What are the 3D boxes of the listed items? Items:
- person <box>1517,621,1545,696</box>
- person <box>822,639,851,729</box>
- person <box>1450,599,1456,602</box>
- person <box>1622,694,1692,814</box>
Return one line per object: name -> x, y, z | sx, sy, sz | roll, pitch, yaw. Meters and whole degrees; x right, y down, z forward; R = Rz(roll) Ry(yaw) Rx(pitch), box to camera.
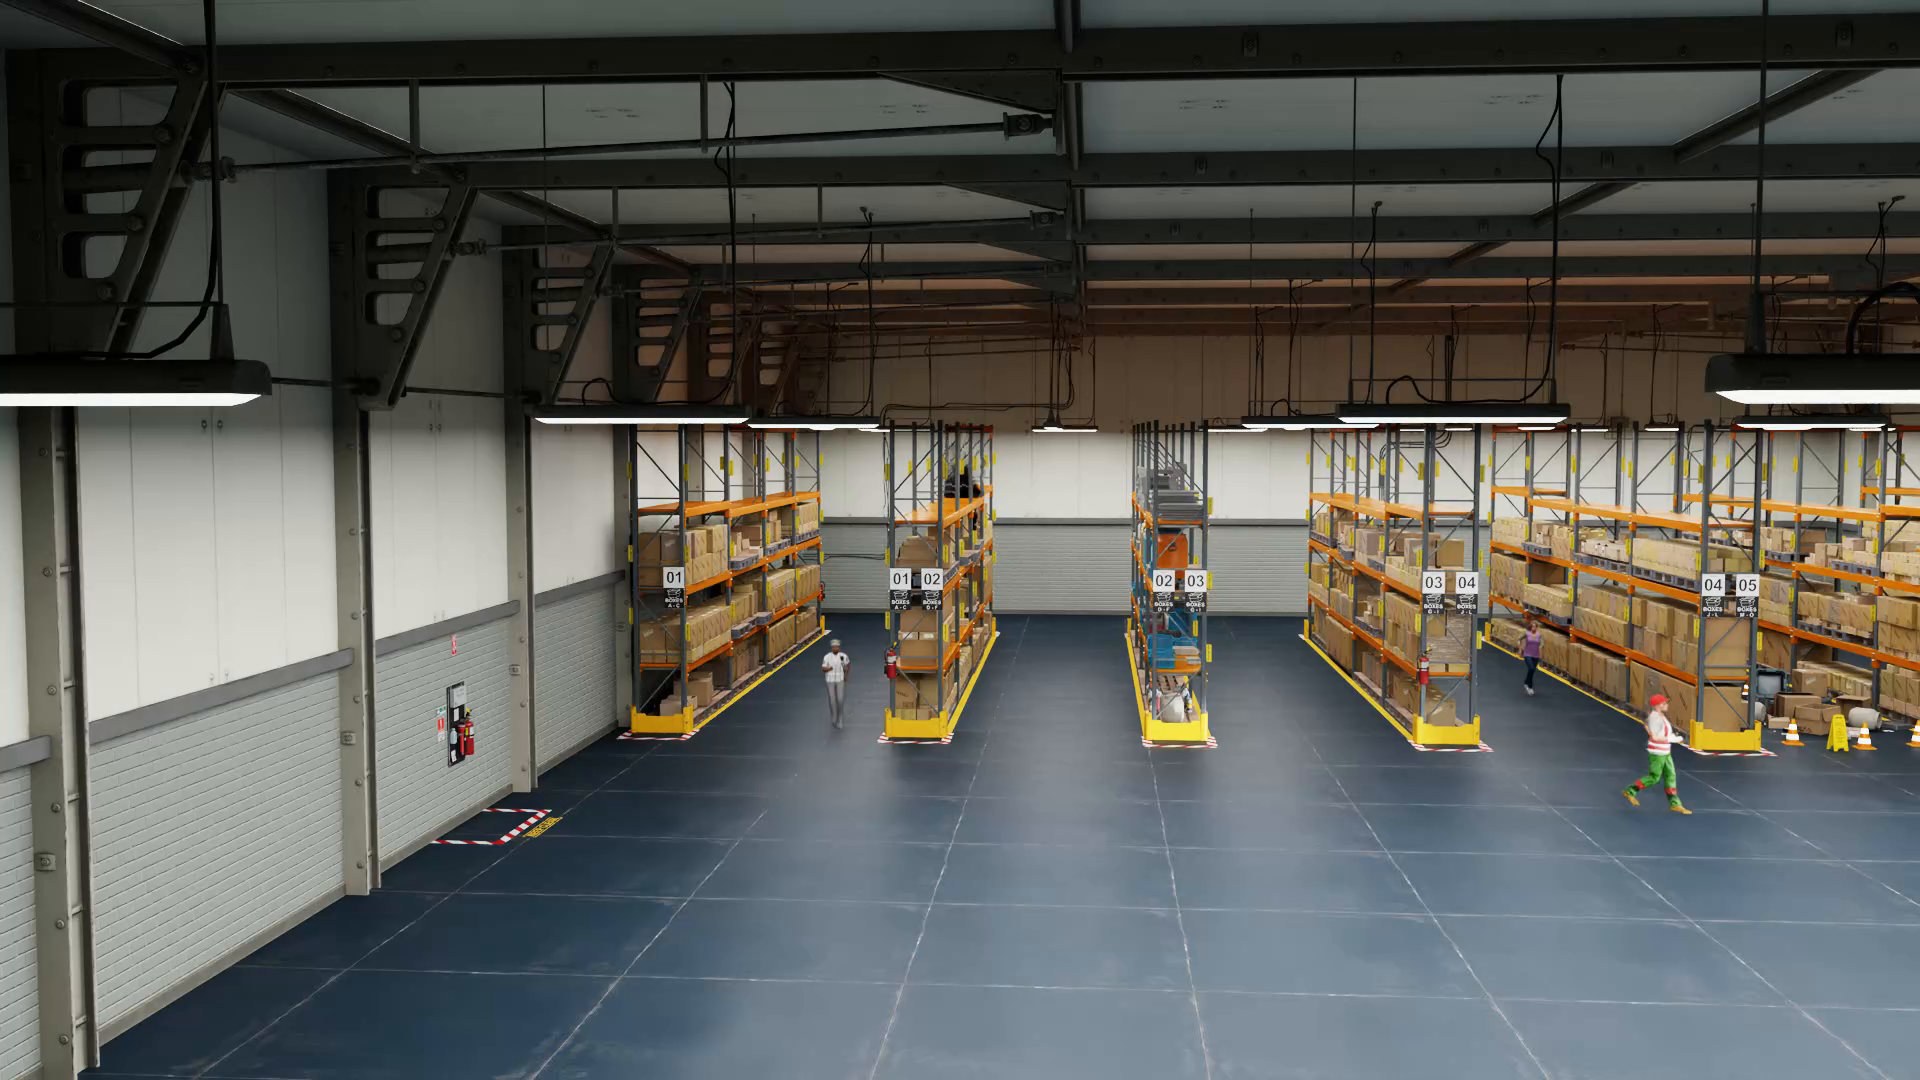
person -> 12.596, 2.608, 36.650 | 0.499, 1.630, 0.783 | 0, 4, -4
person -> -2.432, 2.814, 32.605 | 0.557, 1.757, 0.716 | 0, 4, -1
person -> 13.240, 2.063, 44.589 | 0.650, 1.681, 0.577 | 1, 4, 9
person -> 10.532, 3.217, 25.089 | 0.987, 1.786, 0.656 | 2, 4, 33
